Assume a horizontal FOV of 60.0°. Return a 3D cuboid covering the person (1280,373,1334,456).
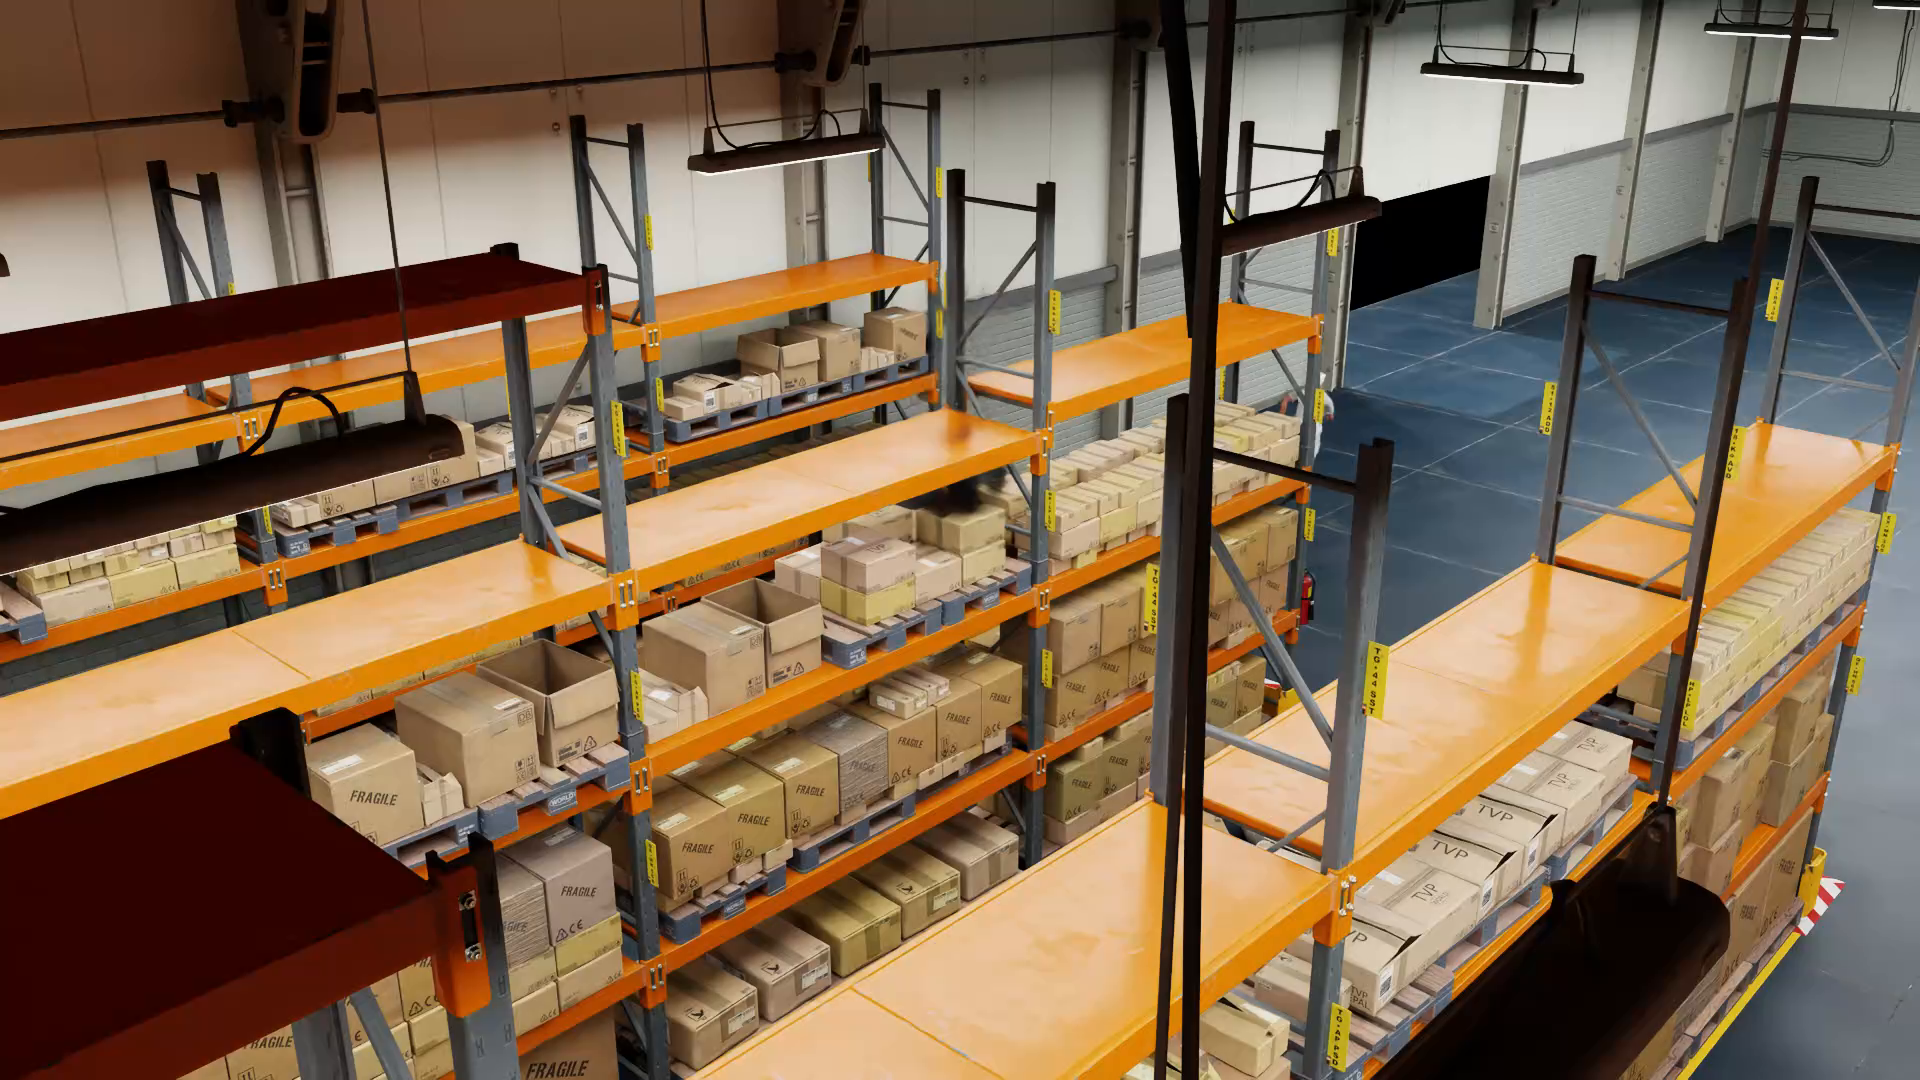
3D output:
[{"bbox_3d":[4.952,-1.565,23.613,0.704,1.724,0.726,15,26,34],"label":"person"}]
